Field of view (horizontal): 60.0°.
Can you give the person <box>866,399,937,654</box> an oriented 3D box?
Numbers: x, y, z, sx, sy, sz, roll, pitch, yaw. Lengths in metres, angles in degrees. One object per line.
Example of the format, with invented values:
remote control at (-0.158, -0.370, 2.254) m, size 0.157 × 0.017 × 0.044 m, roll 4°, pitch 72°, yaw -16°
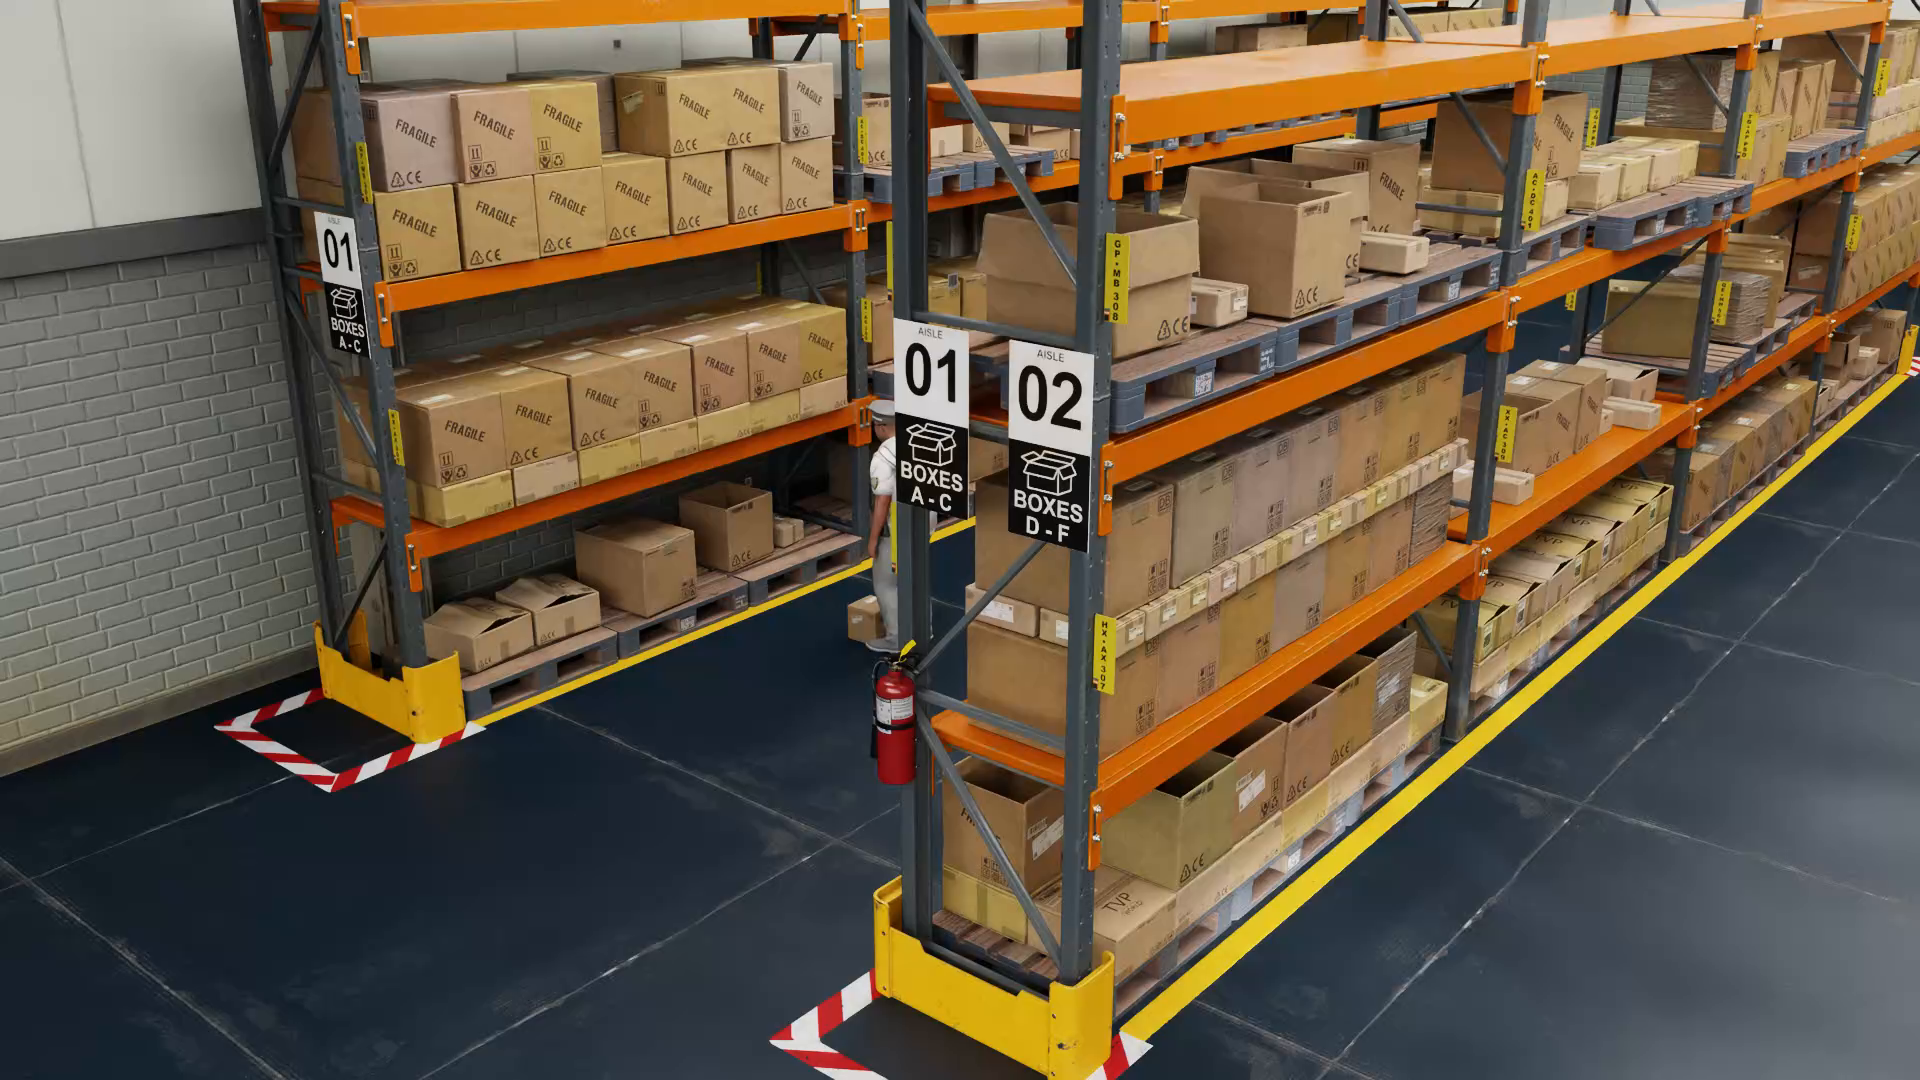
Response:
person at (-0.396, -0.082, 11.286) m, size 0.434 × 1.749 × 0.606 m, roll 14°, pitch 24°, yaw 33°
